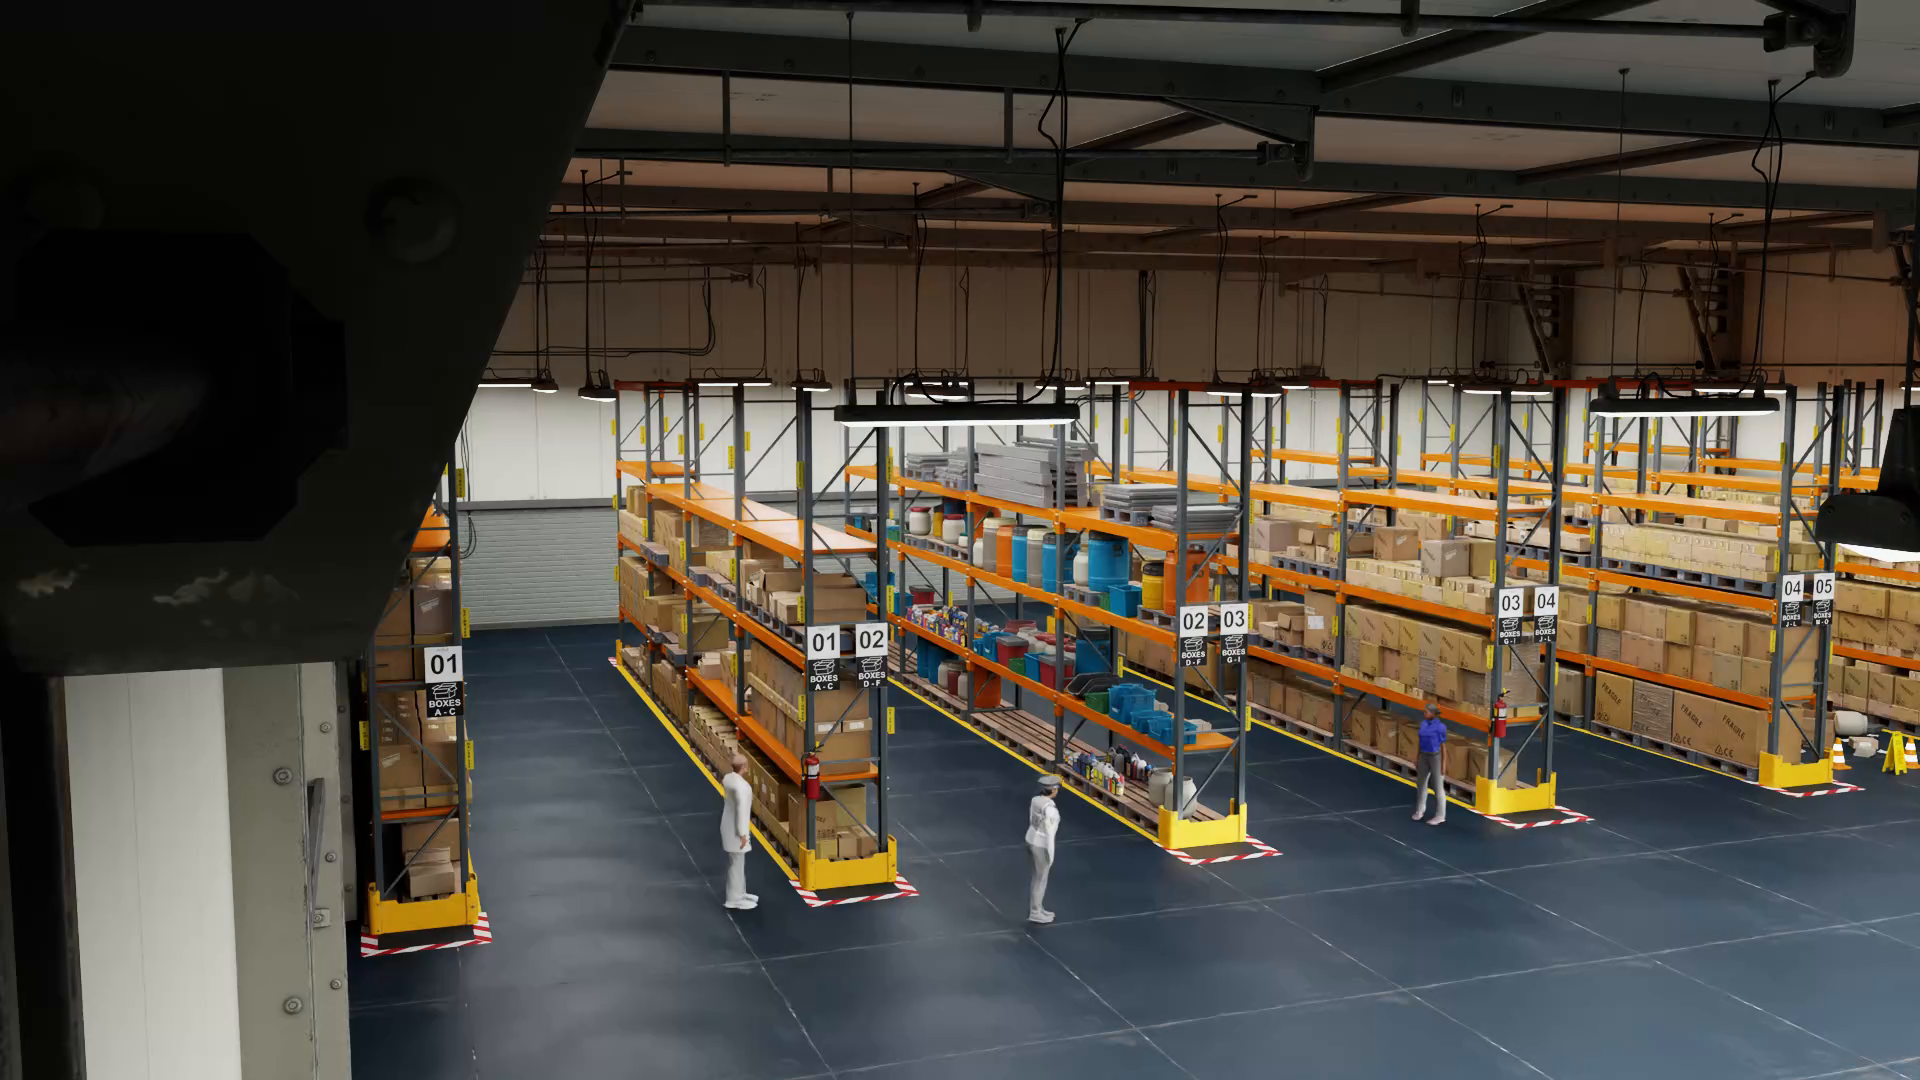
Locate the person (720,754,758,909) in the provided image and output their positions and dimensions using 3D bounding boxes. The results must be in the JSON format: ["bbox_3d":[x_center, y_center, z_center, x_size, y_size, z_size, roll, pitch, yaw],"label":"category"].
[{"bbox_3d":[-2.575,3.392,19.436,0.423,1.800,0.612,-3,7,-23],"label":"person"}]

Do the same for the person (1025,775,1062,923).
[{"bbox_3d":[0.948,3.513,18.918,0.379,1.673,0.516,-2,6,-20],"label":"person"}]

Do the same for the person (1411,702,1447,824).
[{"bbox_3d":[6.494,3.069,23.033,0.389,1.666,0.501,-4,7,-30],"label":"person"}]
